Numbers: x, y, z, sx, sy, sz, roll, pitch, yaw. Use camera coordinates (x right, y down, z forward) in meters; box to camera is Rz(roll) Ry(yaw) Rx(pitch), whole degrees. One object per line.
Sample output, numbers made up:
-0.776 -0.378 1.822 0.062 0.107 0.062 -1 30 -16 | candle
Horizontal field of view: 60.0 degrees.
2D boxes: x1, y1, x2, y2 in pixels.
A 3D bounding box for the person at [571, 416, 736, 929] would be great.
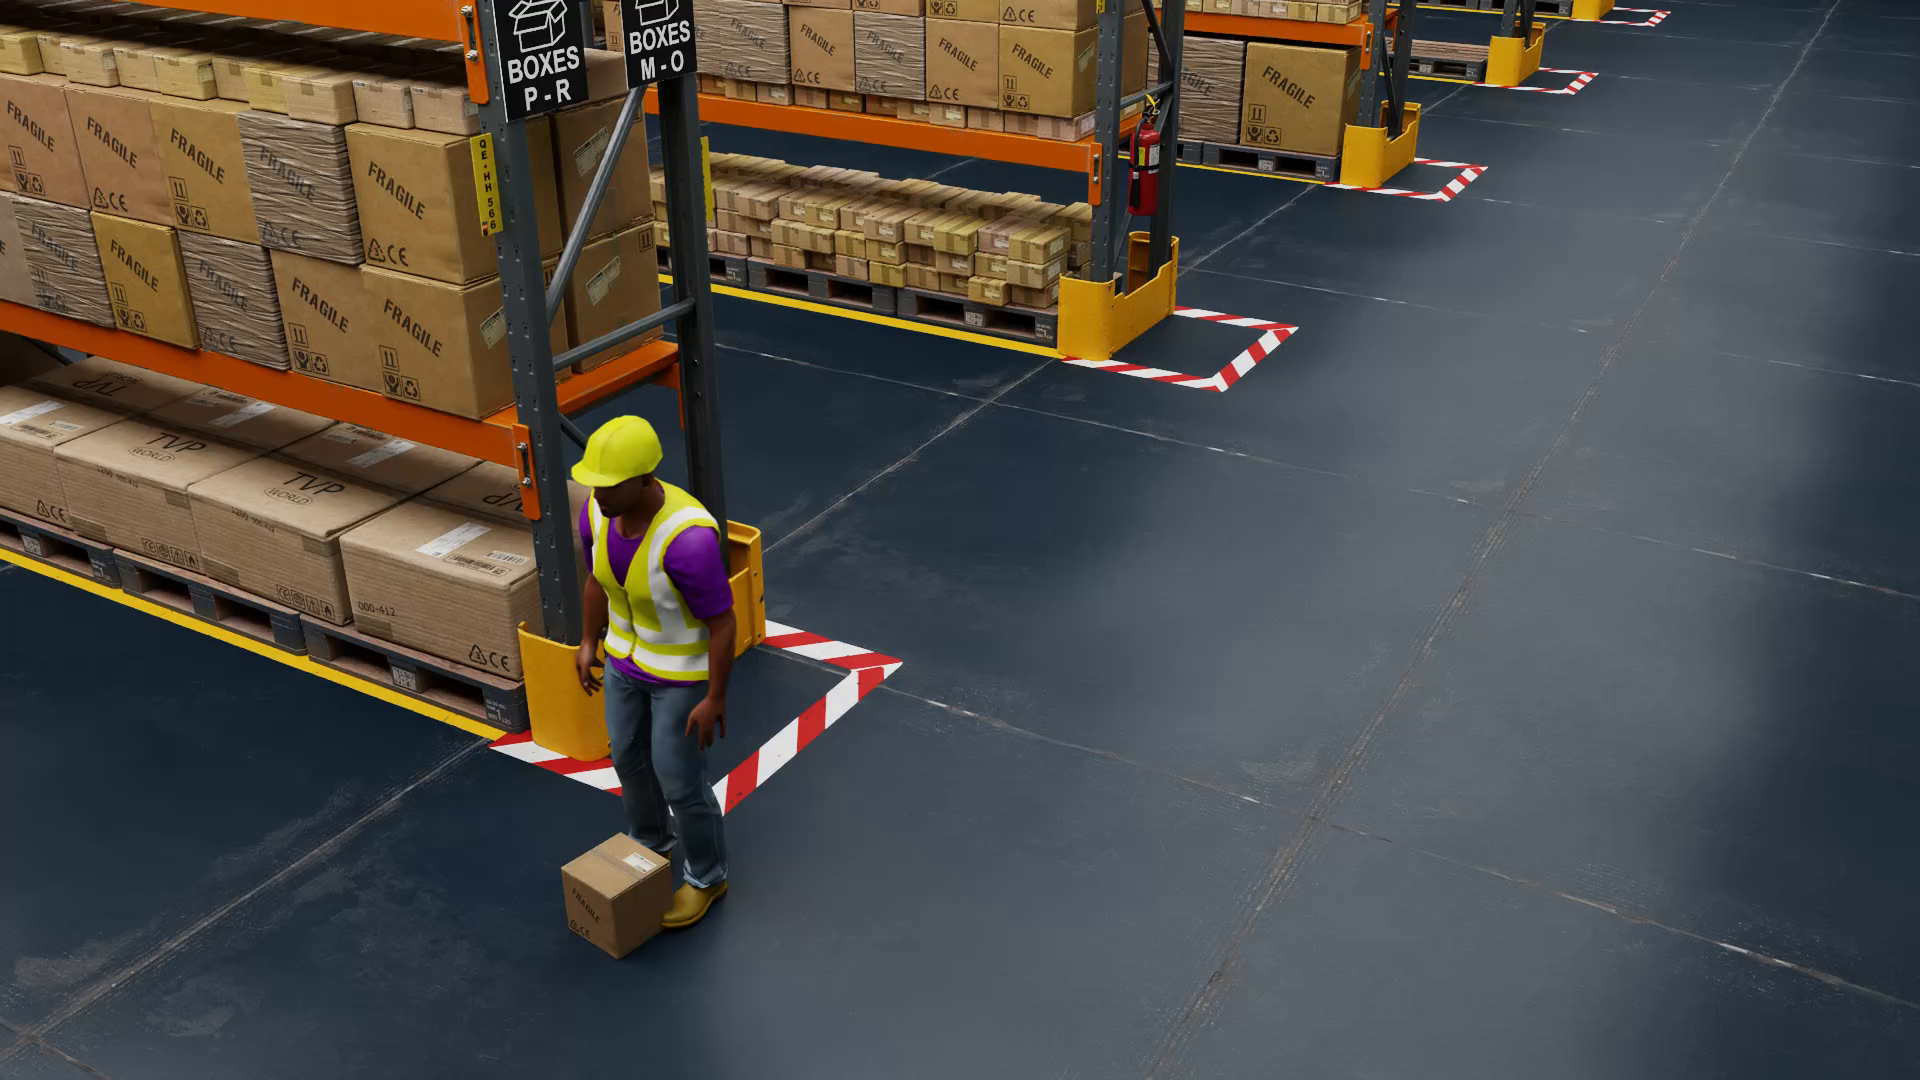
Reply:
-0.968 0.411 5.266 0.637 1.761 0.455 19 32 34 | person
